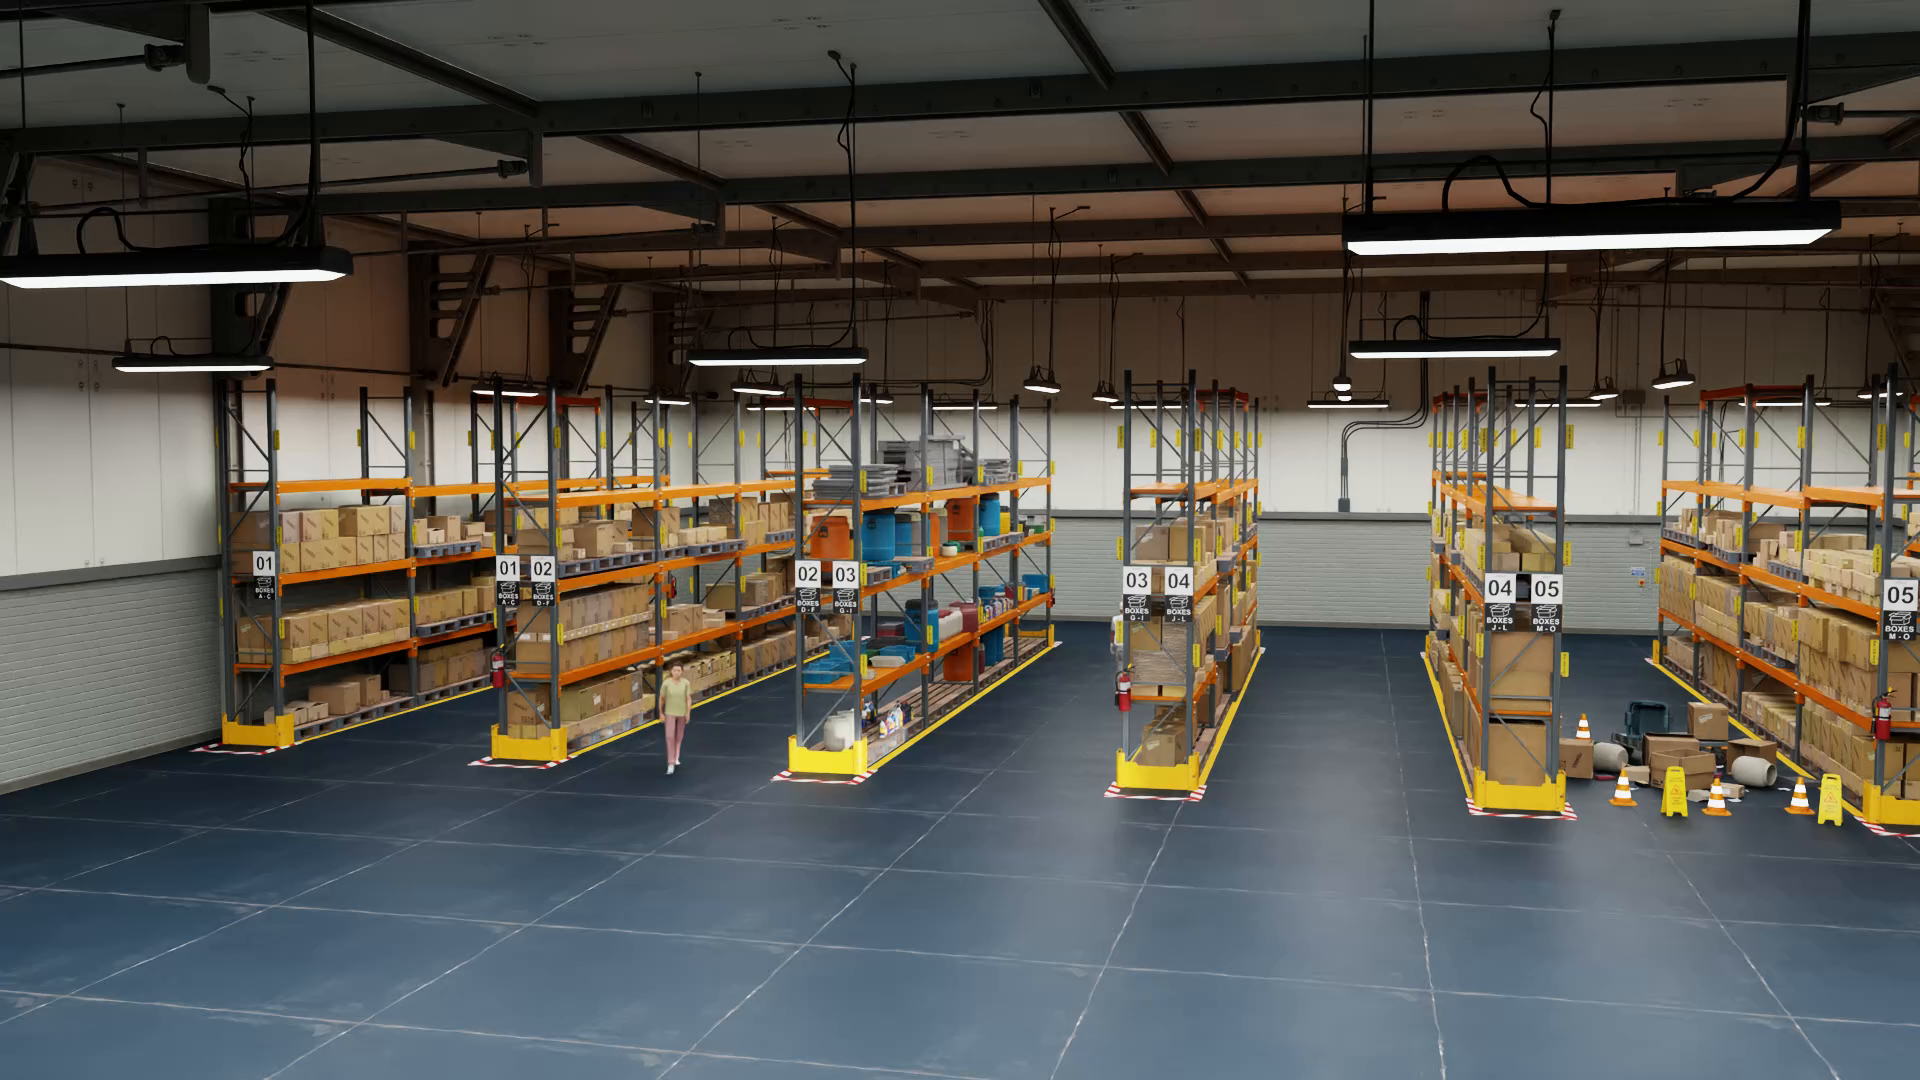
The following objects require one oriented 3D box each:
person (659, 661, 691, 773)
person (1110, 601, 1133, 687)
[{"bbox_3d":[-4.306,2.649,25.202,0.491,1.624,0.928,-2,4,-25],"label":"person"},{"bbox_3d":[3.301,2.119,33.343,0.583,1.782,0.553,1,4,12],"label":"person"}]
